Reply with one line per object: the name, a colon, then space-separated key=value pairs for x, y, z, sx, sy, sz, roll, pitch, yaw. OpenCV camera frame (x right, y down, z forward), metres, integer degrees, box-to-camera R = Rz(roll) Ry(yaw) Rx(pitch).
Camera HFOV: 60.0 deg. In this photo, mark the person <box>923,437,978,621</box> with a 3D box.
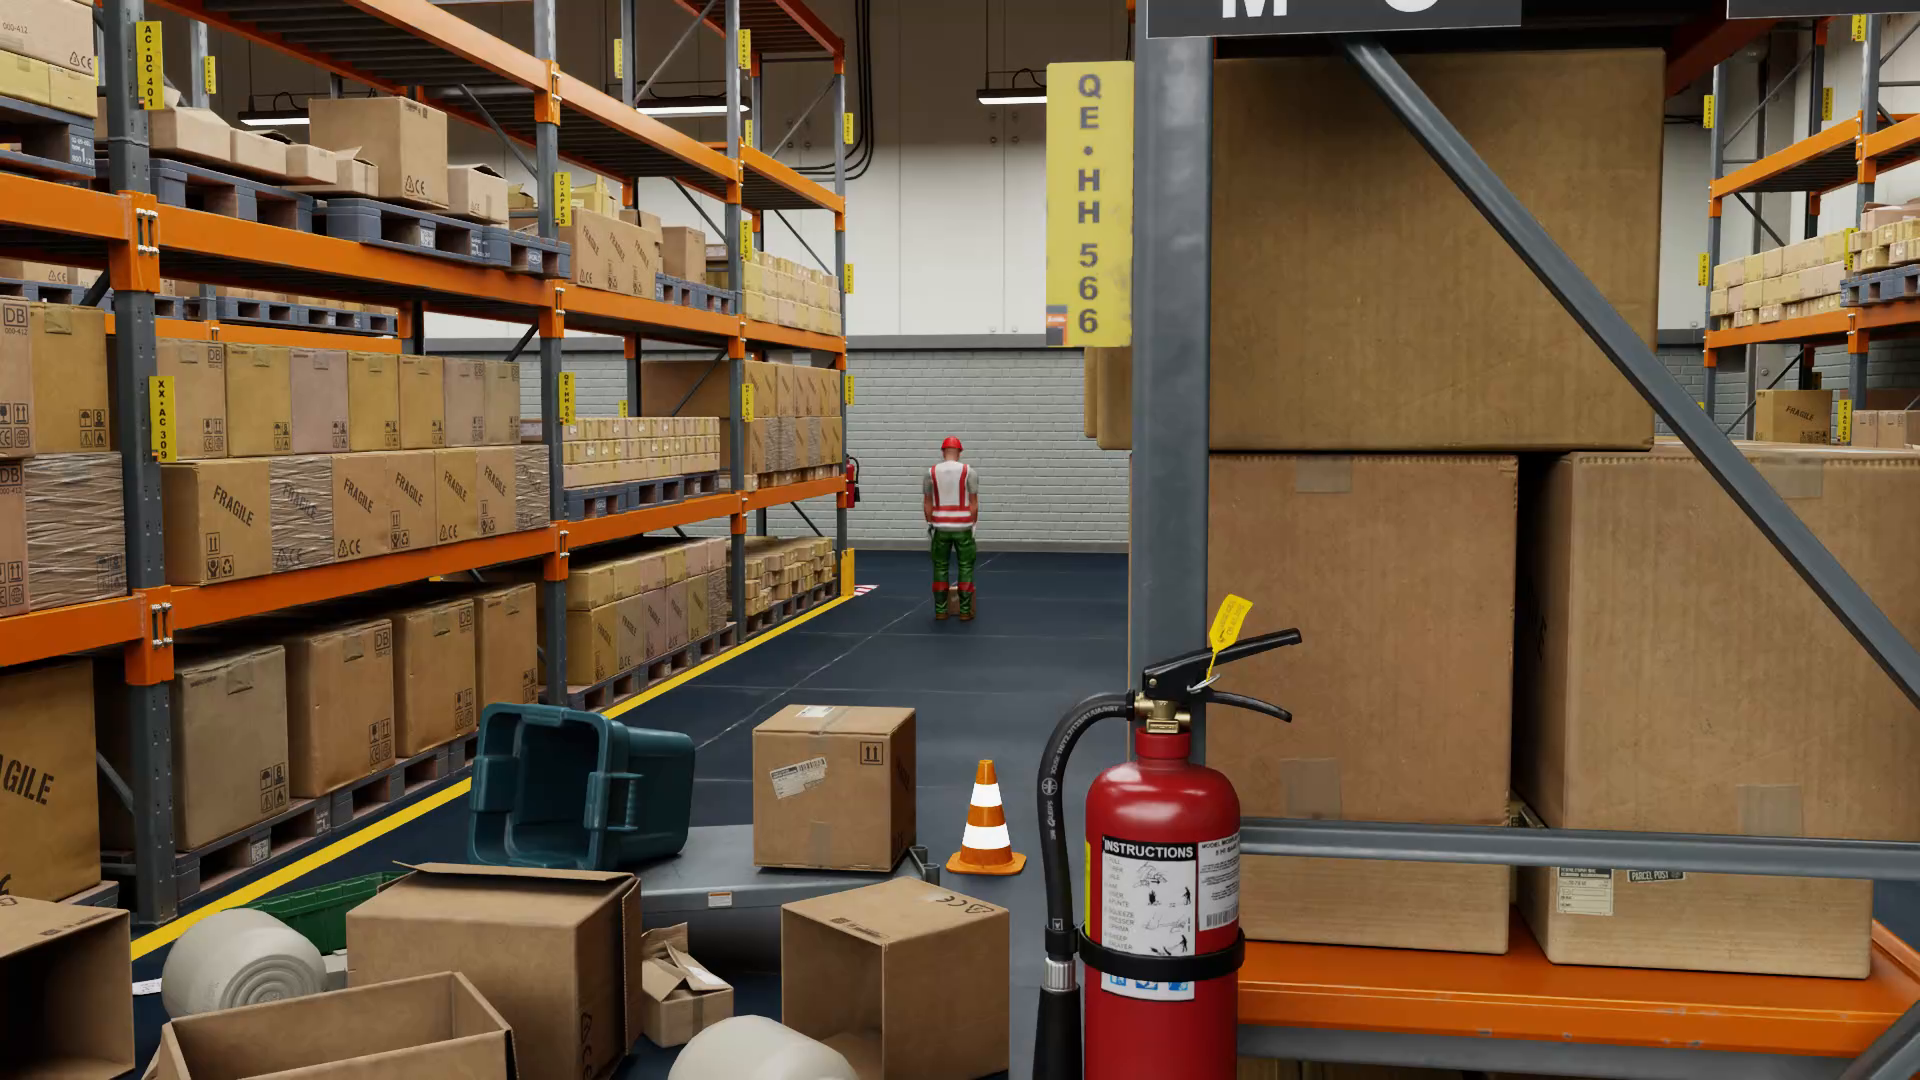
person: x=-0.084 y=-0.113 z=16.061 sx=0.534 sy=1.762 sz=0.400 roll=1 pitch=4 yaw=10
